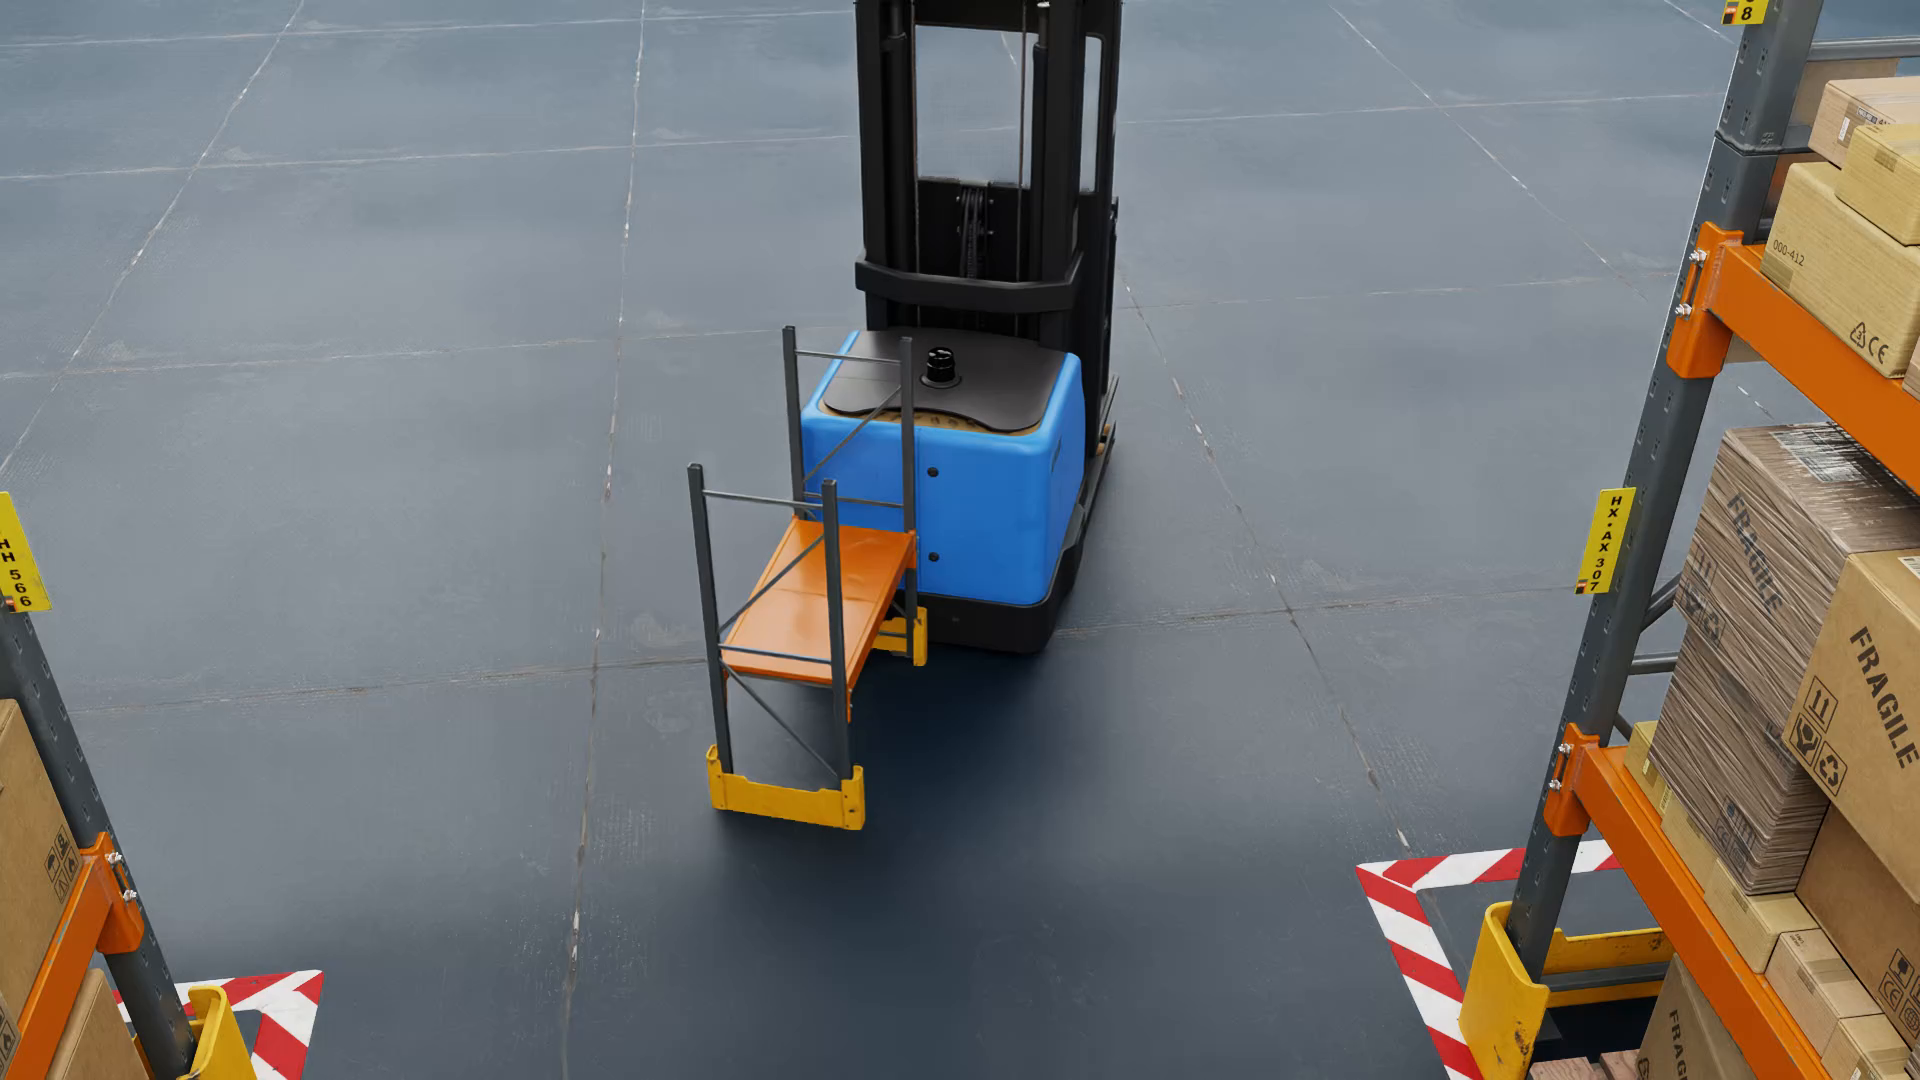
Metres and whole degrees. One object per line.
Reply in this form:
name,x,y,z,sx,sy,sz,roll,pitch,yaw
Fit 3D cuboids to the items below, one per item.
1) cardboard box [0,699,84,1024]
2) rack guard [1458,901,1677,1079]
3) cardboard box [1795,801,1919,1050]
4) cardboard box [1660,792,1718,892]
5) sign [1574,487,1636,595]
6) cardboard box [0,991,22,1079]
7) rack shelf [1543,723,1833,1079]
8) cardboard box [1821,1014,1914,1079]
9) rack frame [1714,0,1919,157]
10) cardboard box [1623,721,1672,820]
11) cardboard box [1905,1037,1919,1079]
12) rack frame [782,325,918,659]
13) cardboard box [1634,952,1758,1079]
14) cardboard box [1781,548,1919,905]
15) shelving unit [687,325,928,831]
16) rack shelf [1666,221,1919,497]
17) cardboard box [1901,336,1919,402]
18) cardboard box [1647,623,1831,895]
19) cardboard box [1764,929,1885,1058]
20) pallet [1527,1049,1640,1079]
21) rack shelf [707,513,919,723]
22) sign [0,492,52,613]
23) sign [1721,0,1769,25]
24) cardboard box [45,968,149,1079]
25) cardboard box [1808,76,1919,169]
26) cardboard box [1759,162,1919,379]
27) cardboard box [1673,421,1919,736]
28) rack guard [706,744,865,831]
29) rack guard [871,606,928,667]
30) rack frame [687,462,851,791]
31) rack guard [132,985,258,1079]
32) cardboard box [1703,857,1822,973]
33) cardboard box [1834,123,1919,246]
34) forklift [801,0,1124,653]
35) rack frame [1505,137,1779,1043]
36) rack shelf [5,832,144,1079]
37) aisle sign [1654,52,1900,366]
cardboard box,-2.622,0.783,3.805,0.875,0.550,0.550,-4,35,-6
rack guard,2.222,1.397,5.256,1.175,0.500,0.348,-4,35,-6
cardboard box,2.445,0.737,3.653,0.875,0.500,0.500,-4,35,-6
cardboard box,2.028,0.744,4.218,0.380,0.149,0.250,-4,35,-6
sign,1.674,0.005,4.310,0.100,0.325,0.005,-4,35,-6
cardboard box,-2.526,1.088,3.357,0.875,0.550,0.550,-4,35,-6
rack shelf,2.481,1.735,3.179,1.077,0.370,4.000,-4,35,-6
cardboard box,2.128,1.162,3.604,0.380,0.149,0.250,-4,35,-6
rack frame,2.212,-2.157,2.925,1.000,3.000,0.127,-4,35,-6
cardboard box,2.014,0.603,4.425,0.380,0.149,0.250,-4,35,-6
cardboard box,2.469,1.019,3.238,0.875,0.500,0.500,-4,35,-6
rack frame,-0.423,-0.155,6.645,0.500,1.500,0.032,7,35,10
cardboard box,2.279,1.531,4.687,0.500,0.500,0.500,2,34,2
cardboard box,2.076,0.352,3.330,0.500,0.500,0.500,-4,35,-6
shelving unit,-0.536,0.129,6.228,0.587,1.500,1.083,7,35,10
rack shelf,2.481,0.496,2.334,1.077,0.370,4.000,-4,35,-6
cardboard box,2.096,-0.280,2.967,0.500,0.250,0.500,-5,35,-7
cardboard box,2.258,0.467,4.049,0.875,0.500,0.500,-4,35,-6
cardboard box,2.101,1.022,3.809,0.380,0.149,0.250,-4,35,-6
pallet,2.296,1.973,4.668,1.003,0.211,1.213,-4,35,-6
rack shelf,-0.534,0.273,6.337,0.538,0.185,1.000,7,35,10
sign,-2.177,0.031,3.802,0.100,0.325,0.005,-4,35,-6
sign,1.674,-1.238,3.463,0.100,0.325,0.005,-4,35,-6
cardboard box,-2.560,1.719,4.078,0.875,0.875,0.875,-4,34,-6
cardboard box,2.020,-0.849,3.448,0.380,0.149,0.250,-5,35,-7
cardboard box,2.020,-0.567,3.388,0.500,0.250,0.500,-3,34,-5
cardboard box,2.016,0.072,3.740,0.500,0.500,0.500,-4,35,-6
rack guard,-0.645,0.920,6.179,0.587,0.250,0.087,7,35,10
rack guard,-0.427,0.372,6.982,0.587,0.250,0.087,7,35,10
rack frame,-0.646,0.404,5.826,0.500,1.500,0.032,7,35,10
rack guard,-2.720,1.661,4.869,1.175,0.500,0.348,-4,35,-6
cardboard box,2.047,0.884,4.012,0.380,0.149,0.250,-4,35,-6
cardboard box,1.959,-0.697,3.225,0.380,0.149,0.250,-4,34,-5
forklift,0.167,-1.564,7.442,1.130,2.935,3.031,7,35,10
rack frame,2.212,0.322,4.614,1.000,3.000,0.127,-4,35,-6
rack shelf,-2.448,2.054,2.711,1.077,0.370,4.000,-4,35,-6
aisle sign,1.906,-0.764,3.899,0.394,0.787,0.004,-4,35,-6
